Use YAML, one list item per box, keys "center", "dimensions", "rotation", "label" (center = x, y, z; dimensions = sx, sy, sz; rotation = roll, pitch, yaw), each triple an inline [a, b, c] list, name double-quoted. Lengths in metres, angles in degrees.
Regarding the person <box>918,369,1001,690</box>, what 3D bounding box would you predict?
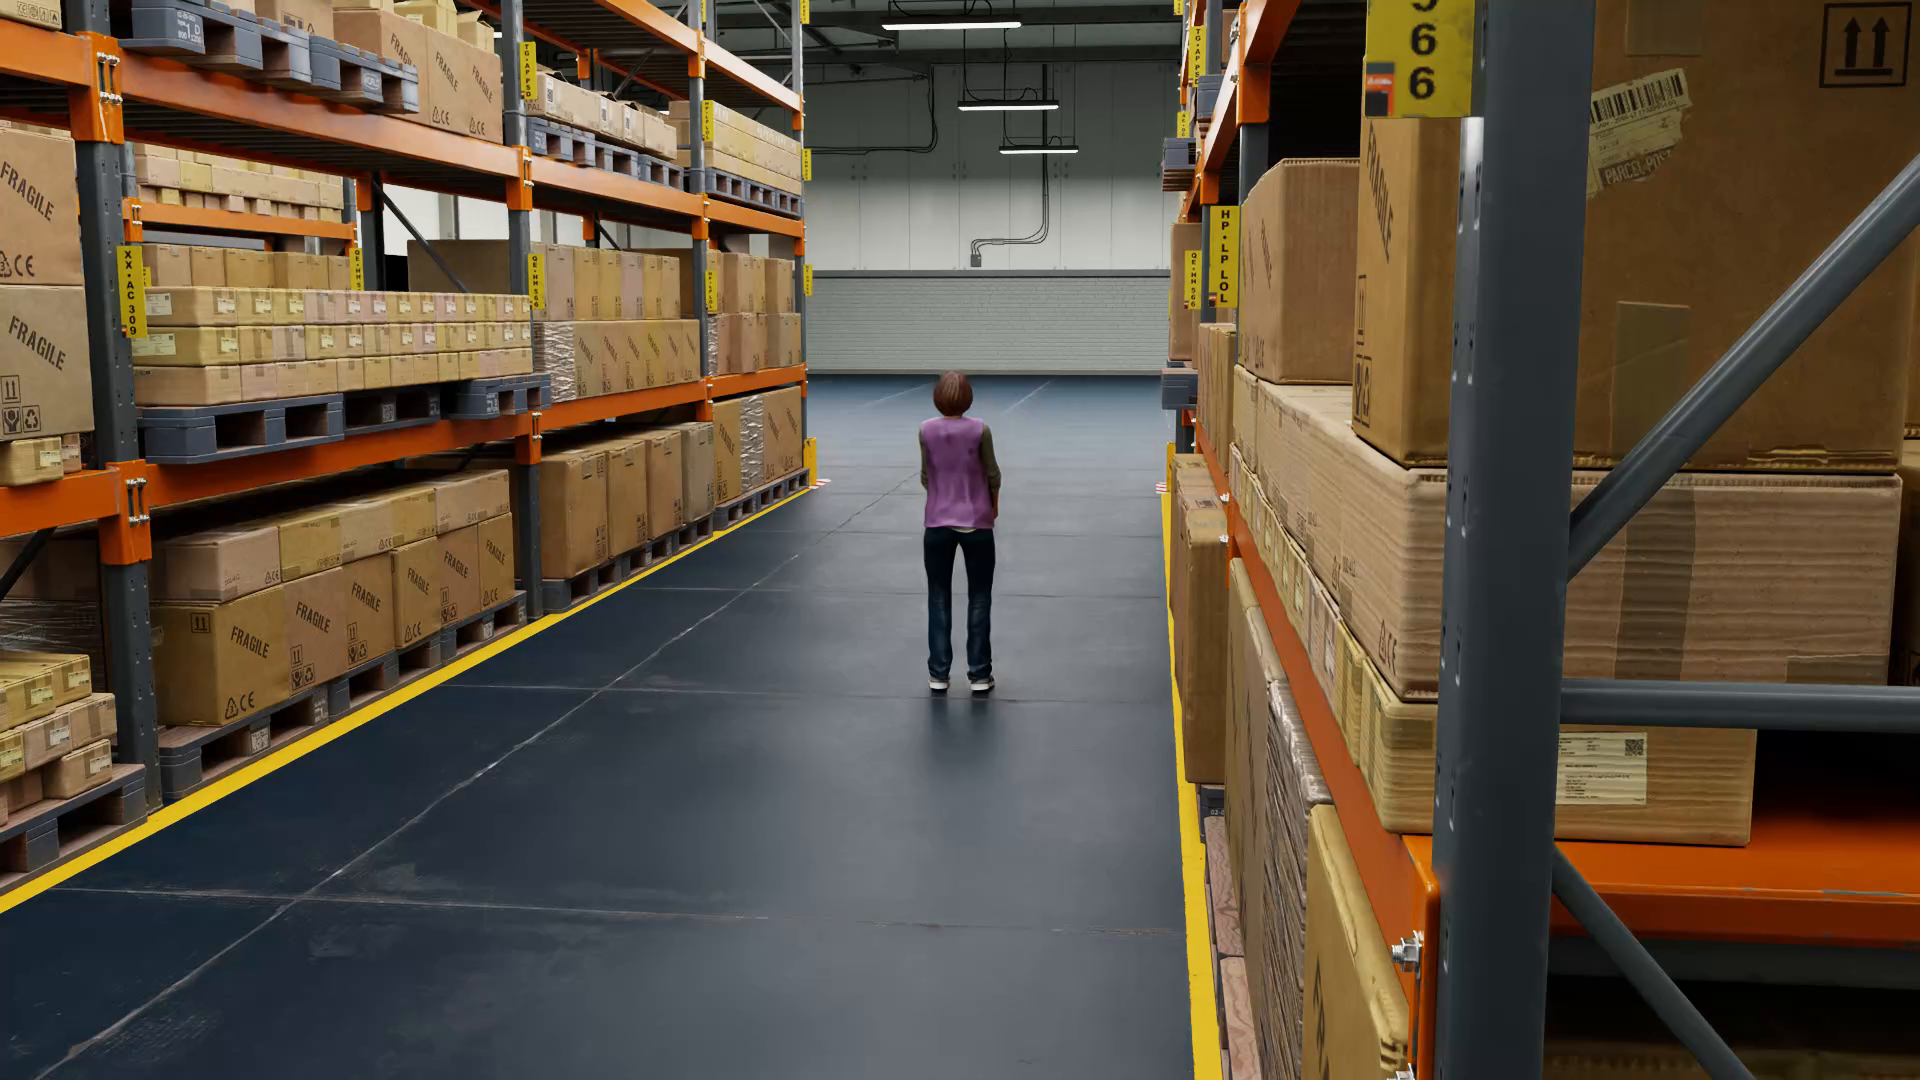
- center: [0.005, -0.056, 8.273]
  dimensions: [0.405, 1.590, 0.492]
  rotation: [1, 8, 9]
  label: "person"
